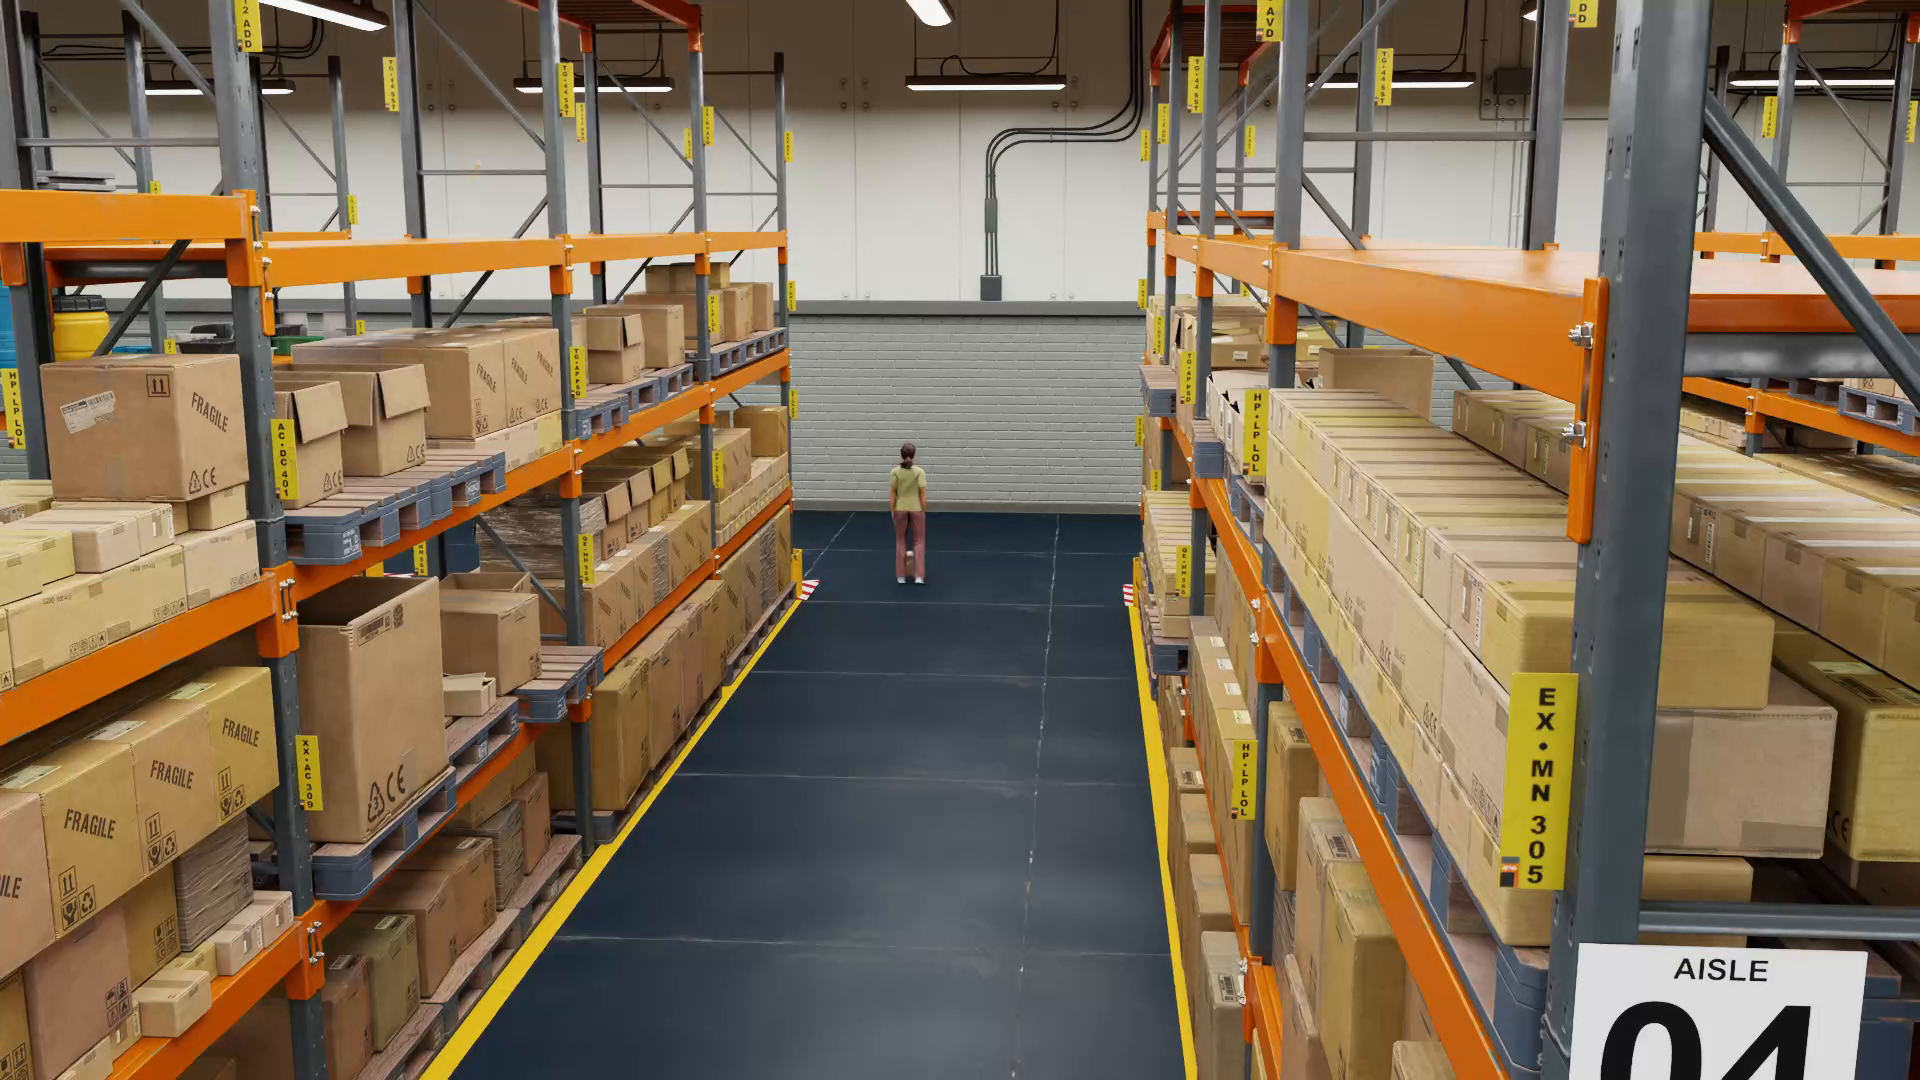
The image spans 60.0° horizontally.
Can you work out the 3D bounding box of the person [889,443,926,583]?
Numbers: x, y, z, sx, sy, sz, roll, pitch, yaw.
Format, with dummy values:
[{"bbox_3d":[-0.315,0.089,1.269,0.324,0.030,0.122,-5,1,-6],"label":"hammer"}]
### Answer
[{"bbox_3d":[-0.610,-0.299,19.614,0.440,1.701,0.362,1,11,5],"label":"person"}]
